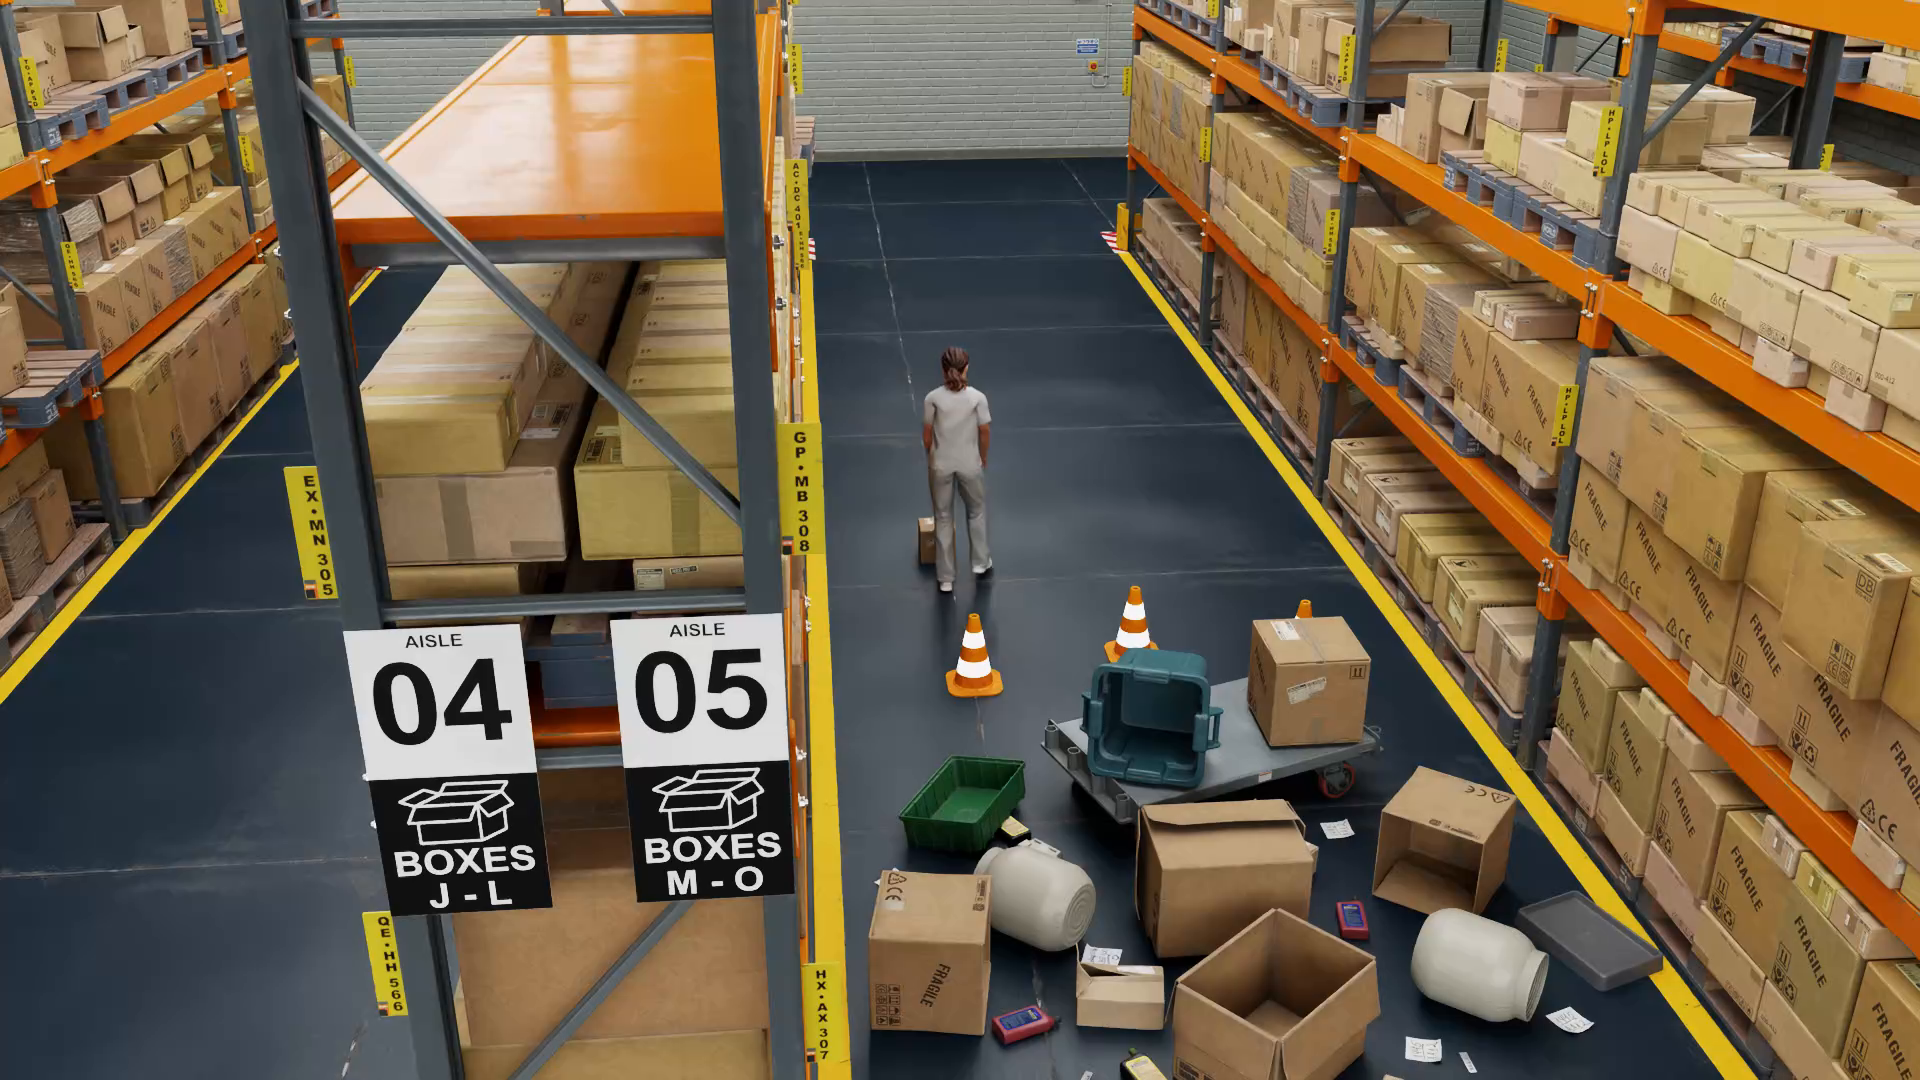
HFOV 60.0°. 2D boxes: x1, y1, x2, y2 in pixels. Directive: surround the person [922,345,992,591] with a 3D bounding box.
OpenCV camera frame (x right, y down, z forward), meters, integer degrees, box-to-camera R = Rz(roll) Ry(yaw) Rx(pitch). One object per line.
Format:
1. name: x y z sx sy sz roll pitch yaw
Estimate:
1. person: -0.014 -0.509 11.226 0.485 1.677 0.543 -1 24 -2
